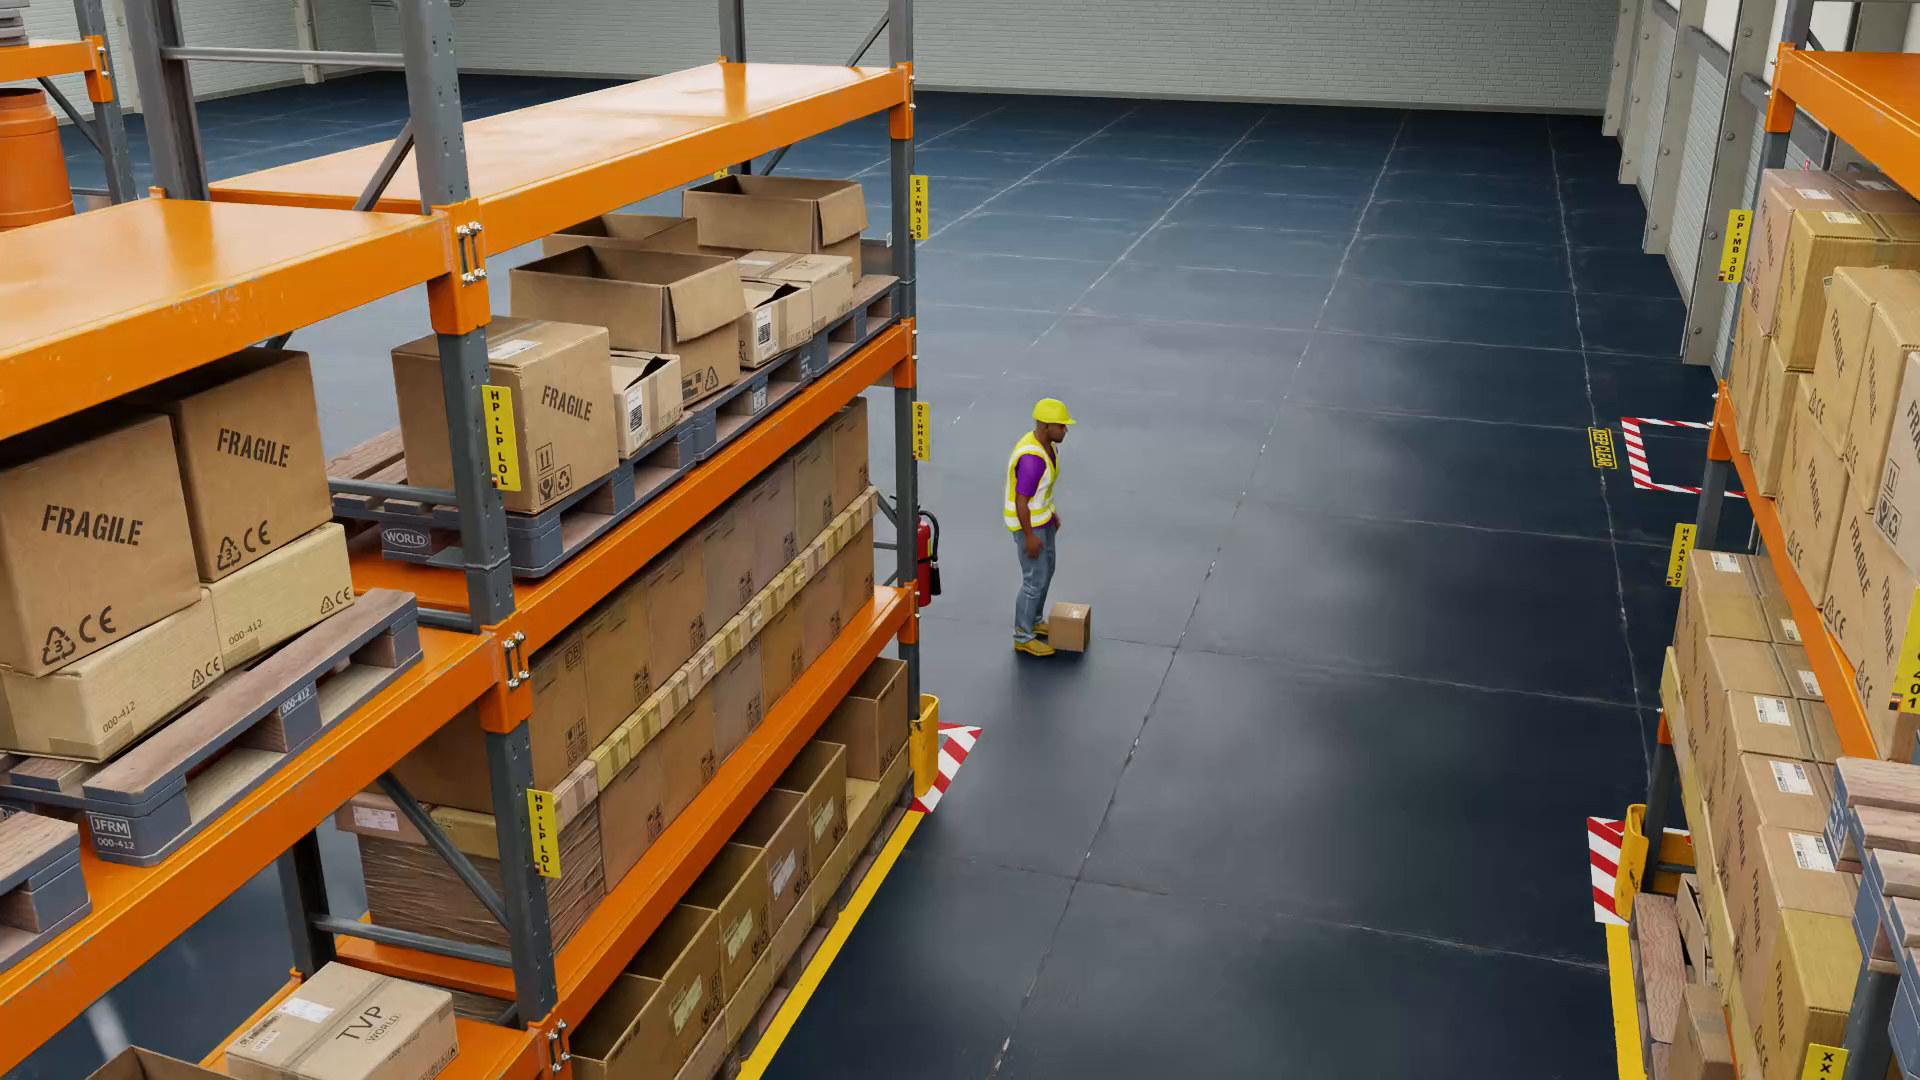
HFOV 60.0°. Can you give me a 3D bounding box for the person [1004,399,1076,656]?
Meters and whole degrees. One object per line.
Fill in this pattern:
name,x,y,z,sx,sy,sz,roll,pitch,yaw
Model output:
person,0.540,-0.115,11.349,0.457,1.761,0.628,7,23,16
